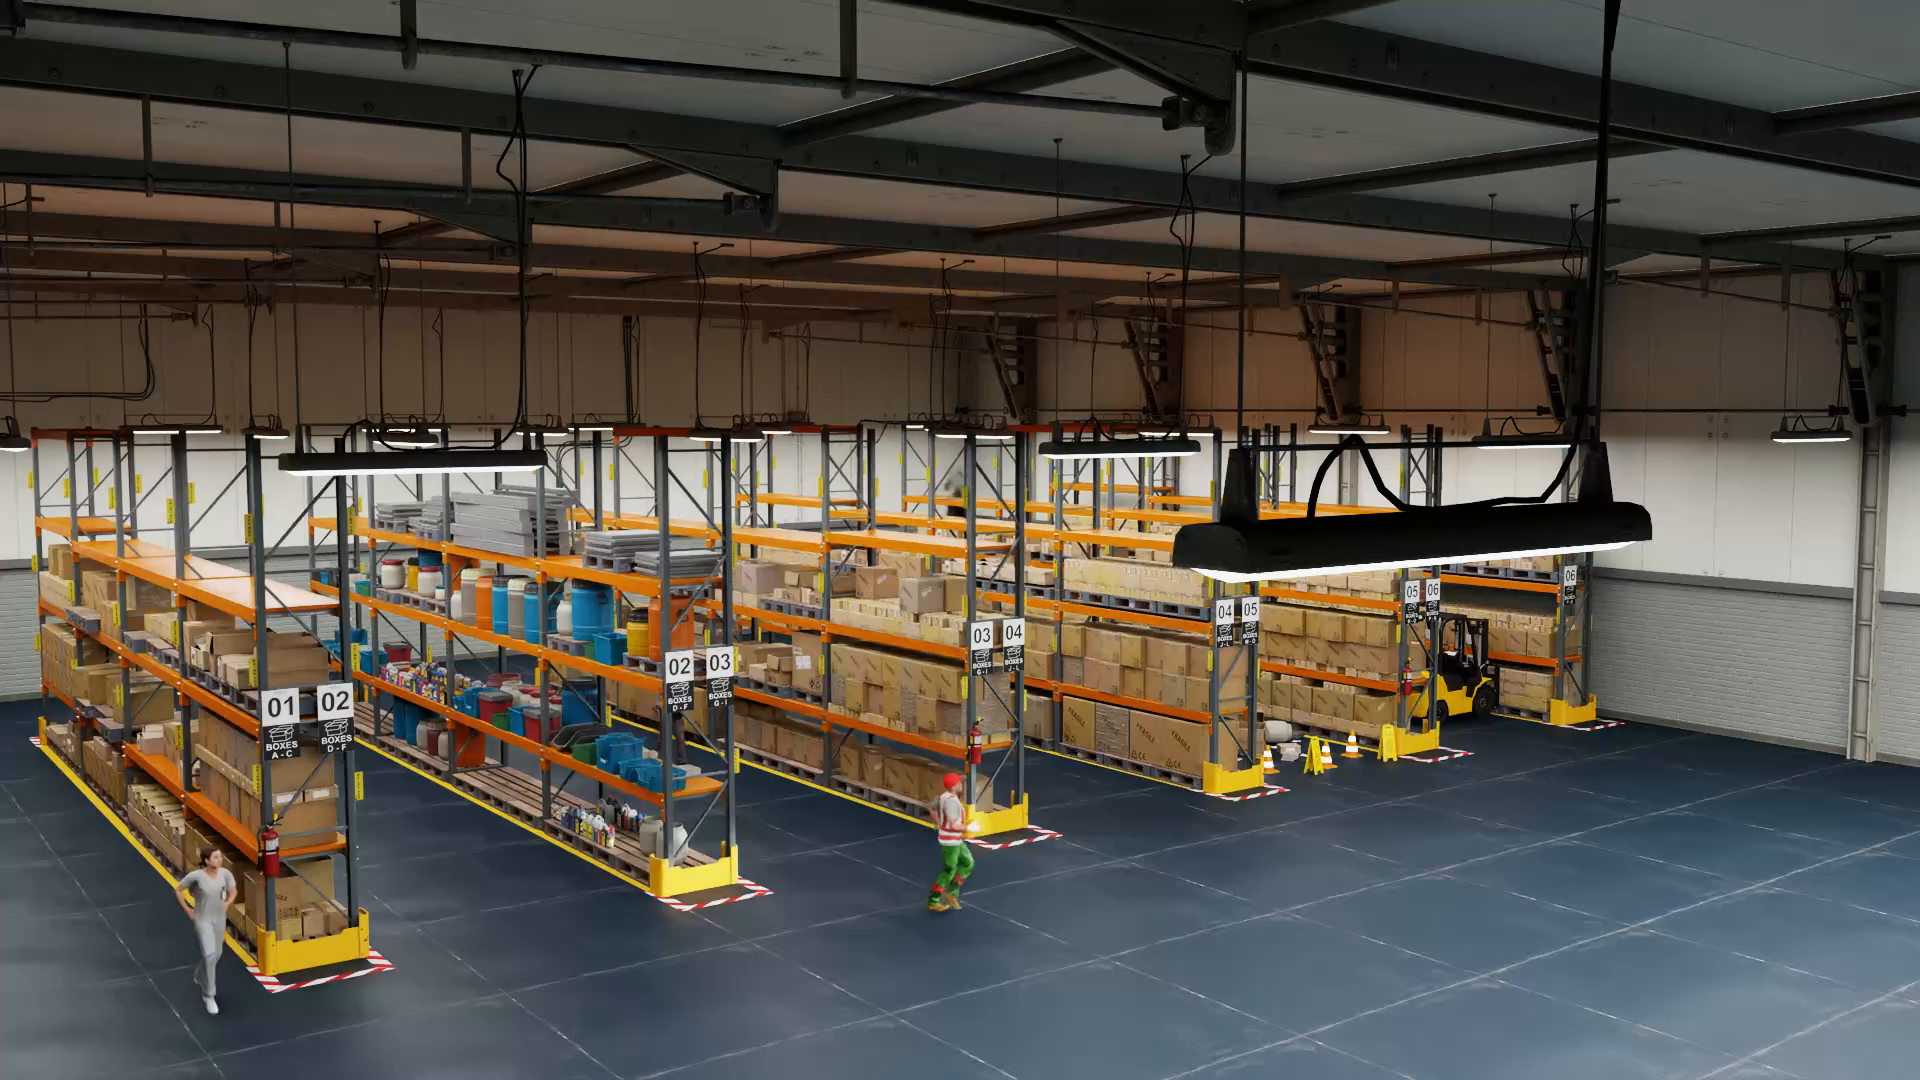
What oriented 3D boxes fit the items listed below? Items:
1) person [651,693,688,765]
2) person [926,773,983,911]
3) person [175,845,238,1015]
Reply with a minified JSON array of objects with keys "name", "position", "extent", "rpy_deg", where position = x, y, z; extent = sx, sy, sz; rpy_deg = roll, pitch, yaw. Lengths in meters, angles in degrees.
[{"name":"person","position":[-5.074,3.157,29.216],"extent":[0.971,1.706,0.658],"rpy_deg":[4,6,44]},{"name":"person","position":[-0.074,3.811,20.884],"extent":[0.712,1.803,0.649],"rpy_deg":[0,4,-2]},{"name":"person","position":[-8.004,4.103,17.782],"extent":[0.863,1.698,0.567],"rpy_deg":[4,6,38]}]
